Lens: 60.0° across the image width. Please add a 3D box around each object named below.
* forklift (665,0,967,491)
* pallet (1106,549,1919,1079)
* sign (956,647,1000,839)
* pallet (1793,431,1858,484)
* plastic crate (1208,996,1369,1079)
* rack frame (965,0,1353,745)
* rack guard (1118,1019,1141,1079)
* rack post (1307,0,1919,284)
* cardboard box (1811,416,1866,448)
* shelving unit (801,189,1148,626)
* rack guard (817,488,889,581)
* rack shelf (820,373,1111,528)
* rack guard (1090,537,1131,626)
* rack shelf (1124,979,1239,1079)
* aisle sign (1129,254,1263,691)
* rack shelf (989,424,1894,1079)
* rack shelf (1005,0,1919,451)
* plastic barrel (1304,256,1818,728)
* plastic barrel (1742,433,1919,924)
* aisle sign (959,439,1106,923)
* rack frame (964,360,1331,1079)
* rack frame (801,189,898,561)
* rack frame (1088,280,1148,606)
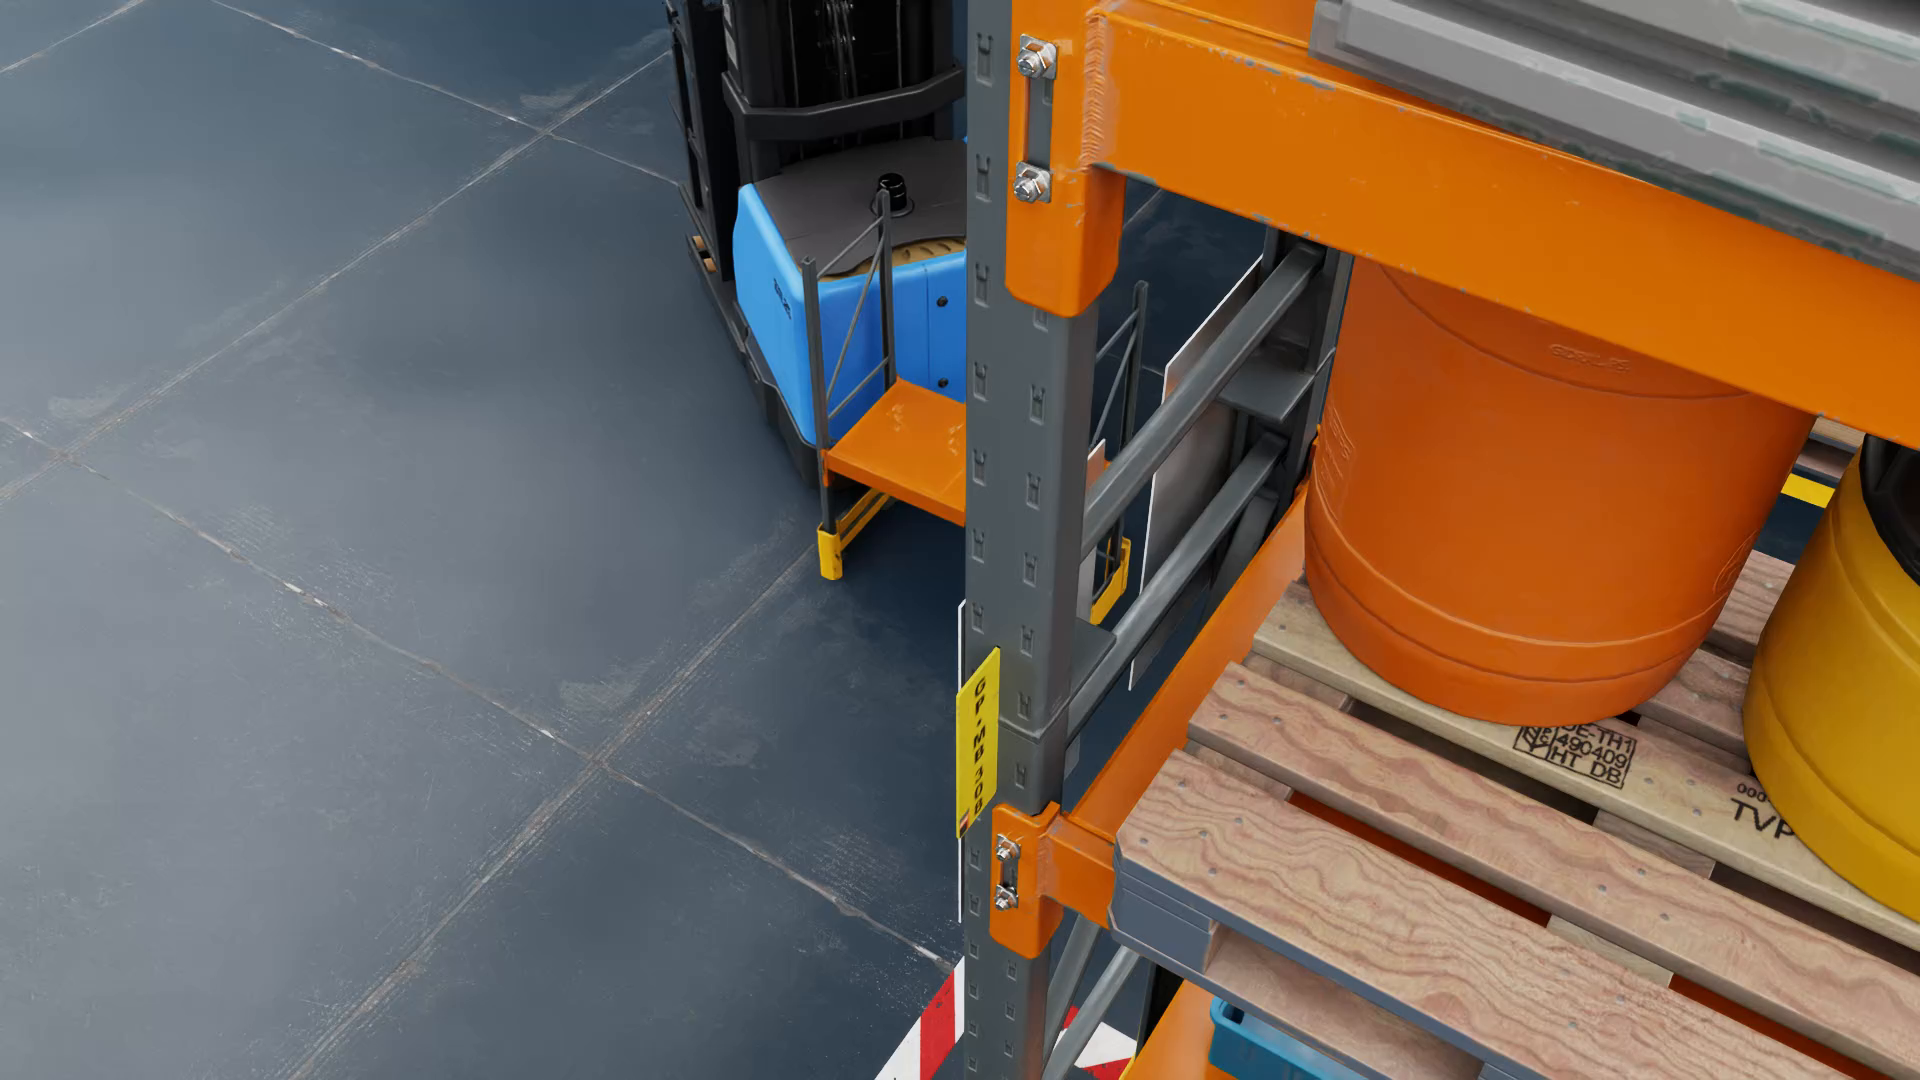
[{"bbox_3d":[-0.668,-2.295,6.936,1.130,2.935,3.031,-16,48,-15],"label":"forklift"},{"bbox_3d":[0.968,0.402,2.308,1.213,0.211,1.003,25,51,22],"label":"pallet"},{"bbox_3d":[0.024,0.284,2.285,0.005,0.325,0.100,25,51,22],"label":"sign"},{"bbox_3d":[3.668,-0.744,7.326,1.213,0.211,1.003,25,51,22],"label":"pallet"},{"bbox_3d":[0.908,1.067,3.725,0.616,0.251,0.499,25,51,22],"label":"plastic crate"},{"bbox_3d":[0.325,-1.089,1.533,0.127,3.000,1.000,25,51,22],"label":"rack frame"},{"bbox_3d":[0.414,1.874,4.580,0.348,0.500,1.175,25,51,22],"label":"rack guard"},{"bbox_3d":[0.892,-0.545,1.354,0.954,0.300,0.937,30,53,26],"label":"rack post"},{"bbox_3d":[3.756,-0.642,6.906,0.500,0.250,0.500,25,51,22],"label":"cardboard box"},{"bbox_3d":[0.052,-0.364,6.058,1.083,1.500,0.587,24,50,21],"label":"shelving unit"},{"bbox_3d":[-0.374,-0.114,6.686,0.087,0.250,0.587,24,50,21],"label":"rack guard"},{"bbox_3d":[0.044,-0.242,6.190,1.000,0.185,0.538,24,50,21],"label":"rack shelf"},{"bbox_3d":[0.478,0.257,6.326,0.087,0.250,0.587,24,50,21],"label":"rack guard"},{"bbox_3d":[2.008,2.027,3.190,4.000,0.370,1.077,25,51,22],"label":"rack shelf"},{"bbox_3d":[0.424,-0.111,2.954,0.004,0.787,0.394,25,51,22],"label":"aisle sign"},{"bbox_3d":[2.008,0.982,2.115,4.000,0.370,1.077,25,51,22],"label":"rack shelf"},{"bbox_3d":[2.008,0.076,1.182,4.000,0.370,1.077,25,51,22],"label":"rack shelf"},{"bbox_3d":[0.802,-0.228,2.196,0.708,0.830,0.600,25,51,22],"label":"plastic barrel"},{"bbox_3d":[1.353,0.109,2.037,0.600,0.588,0.600,0,46,0],"label":"plastic barrel"},{"bbox_3d":[0.106,0.245,2.608,0.004,0.787,0.394,25,51,22],"label":"aisle sign"},{"bbox_3d":[0.325,1.002,3.685,0.127,3.000,1.000,25,51,22],"label":"rack frame"},{"bbox_3d":[-0.390,-0.556,6.245,0.032,1.500,0.500,24,50,21],"label":"rack frame"},{"bbox_3d":[0.479,-0.178,5.877,0.032,1.500,0.500,24,50,21],"label":"rack frame"}]
